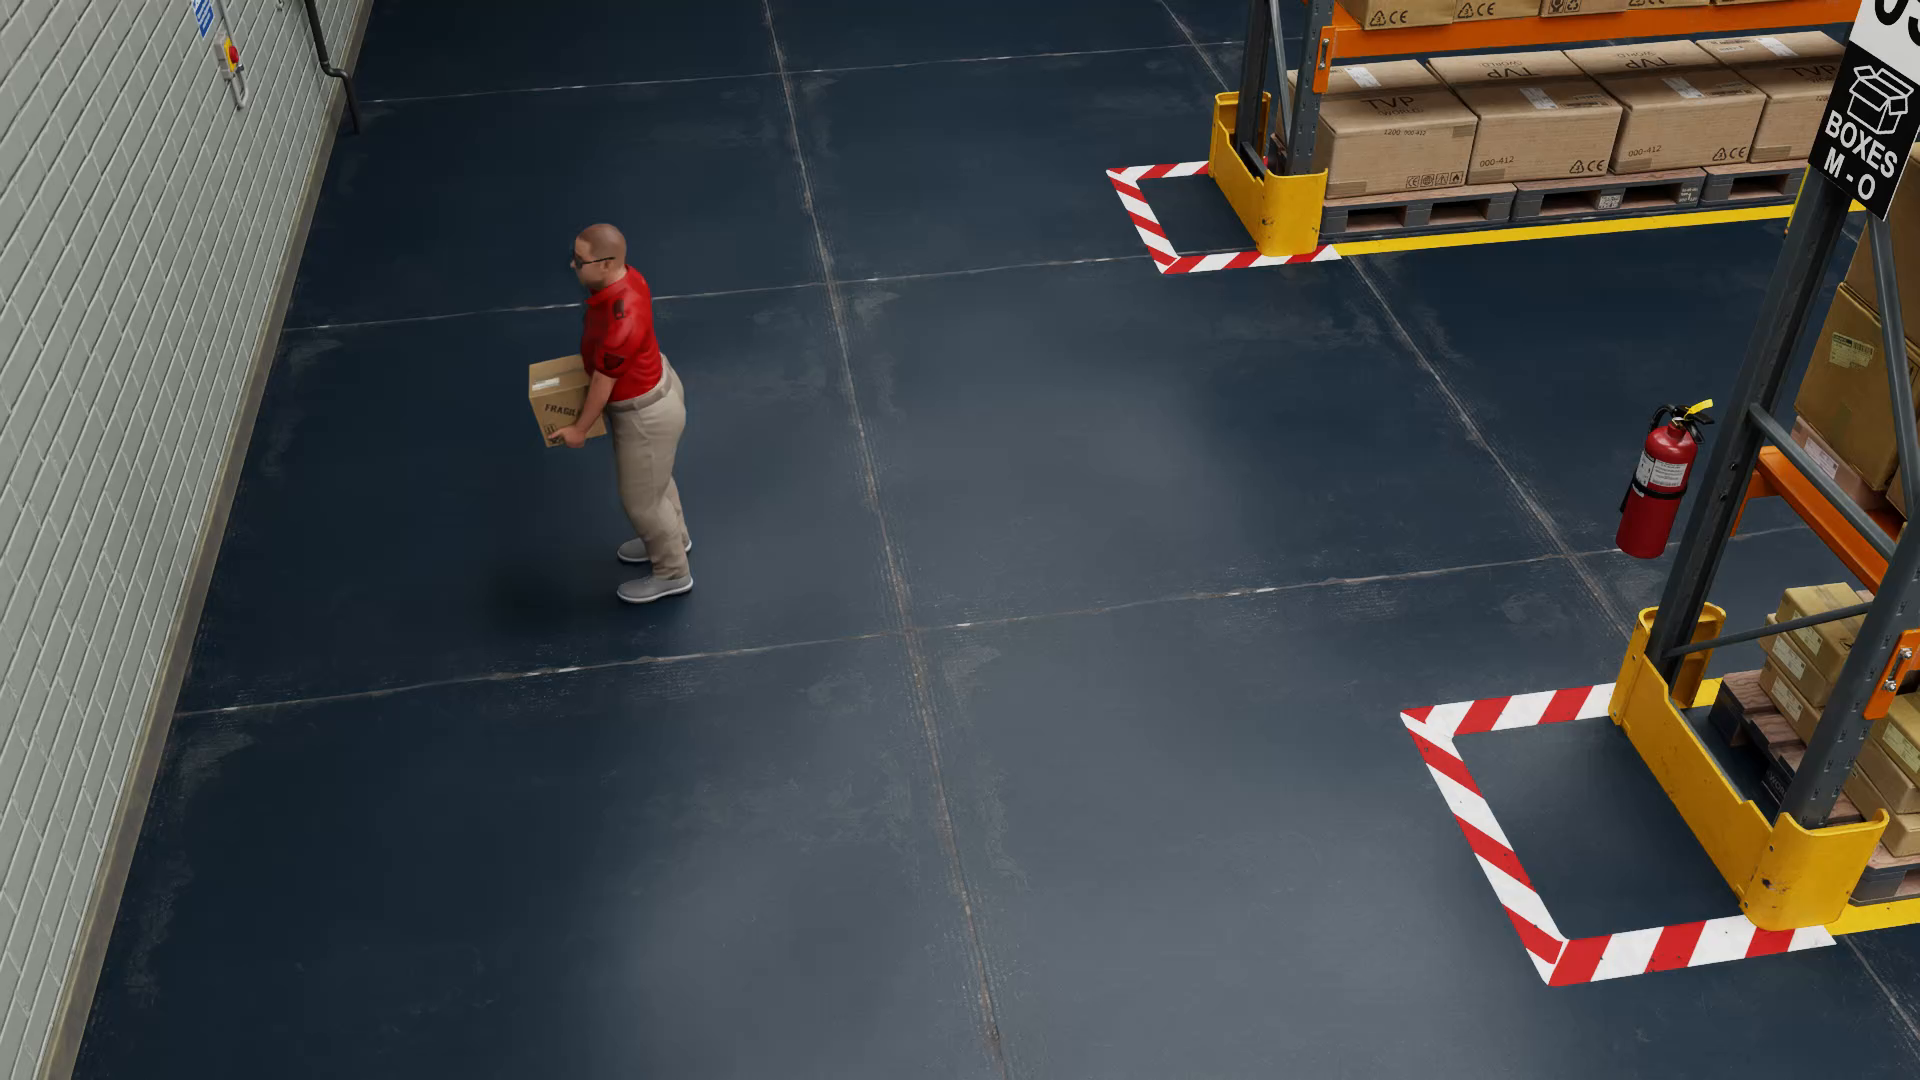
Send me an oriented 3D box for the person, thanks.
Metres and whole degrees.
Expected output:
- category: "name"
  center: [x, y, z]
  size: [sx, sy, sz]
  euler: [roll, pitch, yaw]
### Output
- category: "person"
  center: [-1.405, -0.511, 6.822]
  size: [0.558, 1.724, 0.488]
  euler: [-7, 39, -9]
